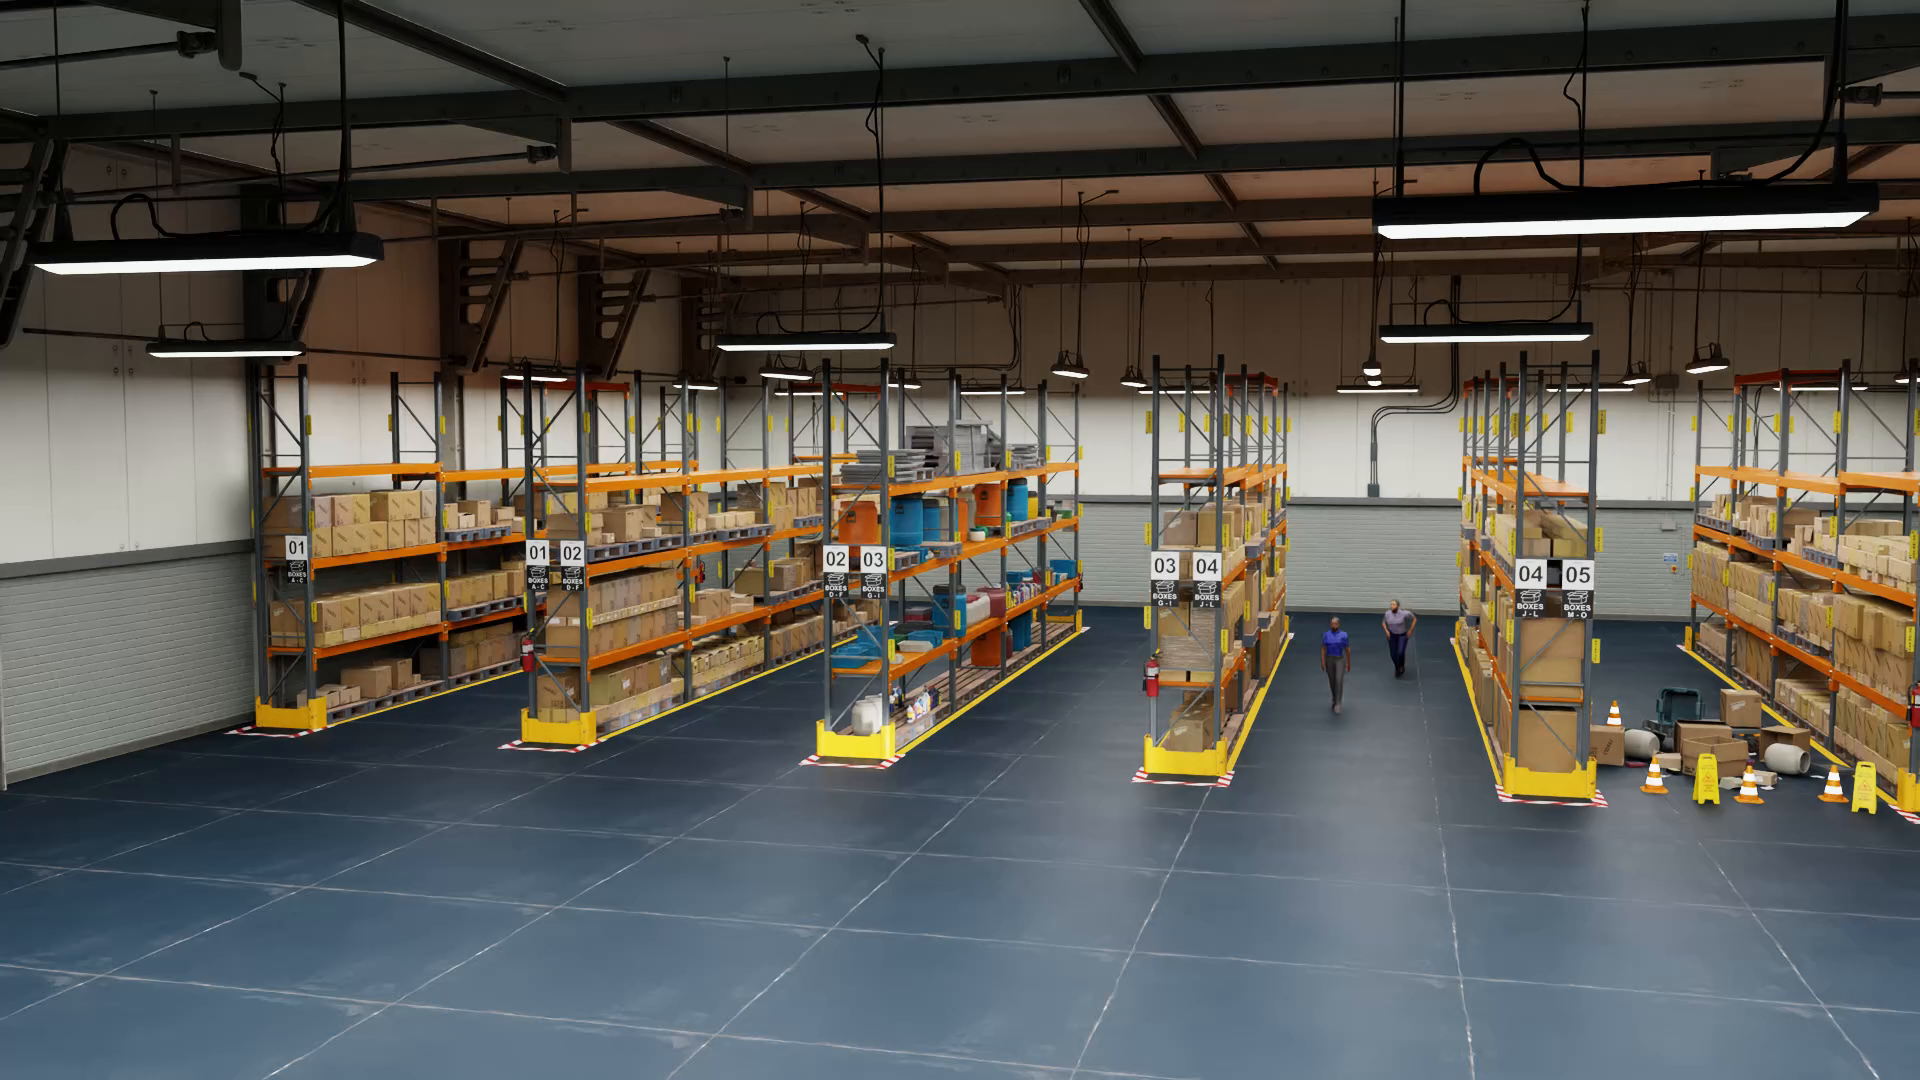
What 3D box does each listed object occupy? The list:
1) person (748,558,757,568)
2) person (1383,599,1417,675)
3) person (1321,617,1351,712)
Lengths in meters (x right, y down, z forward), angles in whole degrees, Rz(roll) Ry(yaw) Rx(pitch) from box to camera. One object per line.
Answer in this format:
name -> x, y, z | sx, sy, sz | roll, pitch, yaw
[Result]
person -> -5.081, 1.329, 40.439 | 0.801, 1.773, 0.617 | -3, 5, -35
person -> 8.765, 1.938, 33.136 | 0.663, 1.561, 0.737 | 2, 4, 25
person -> 6.565, 2.157, 29.177 | 0.472, 1.619, 0.888 | 2, 5, 30
